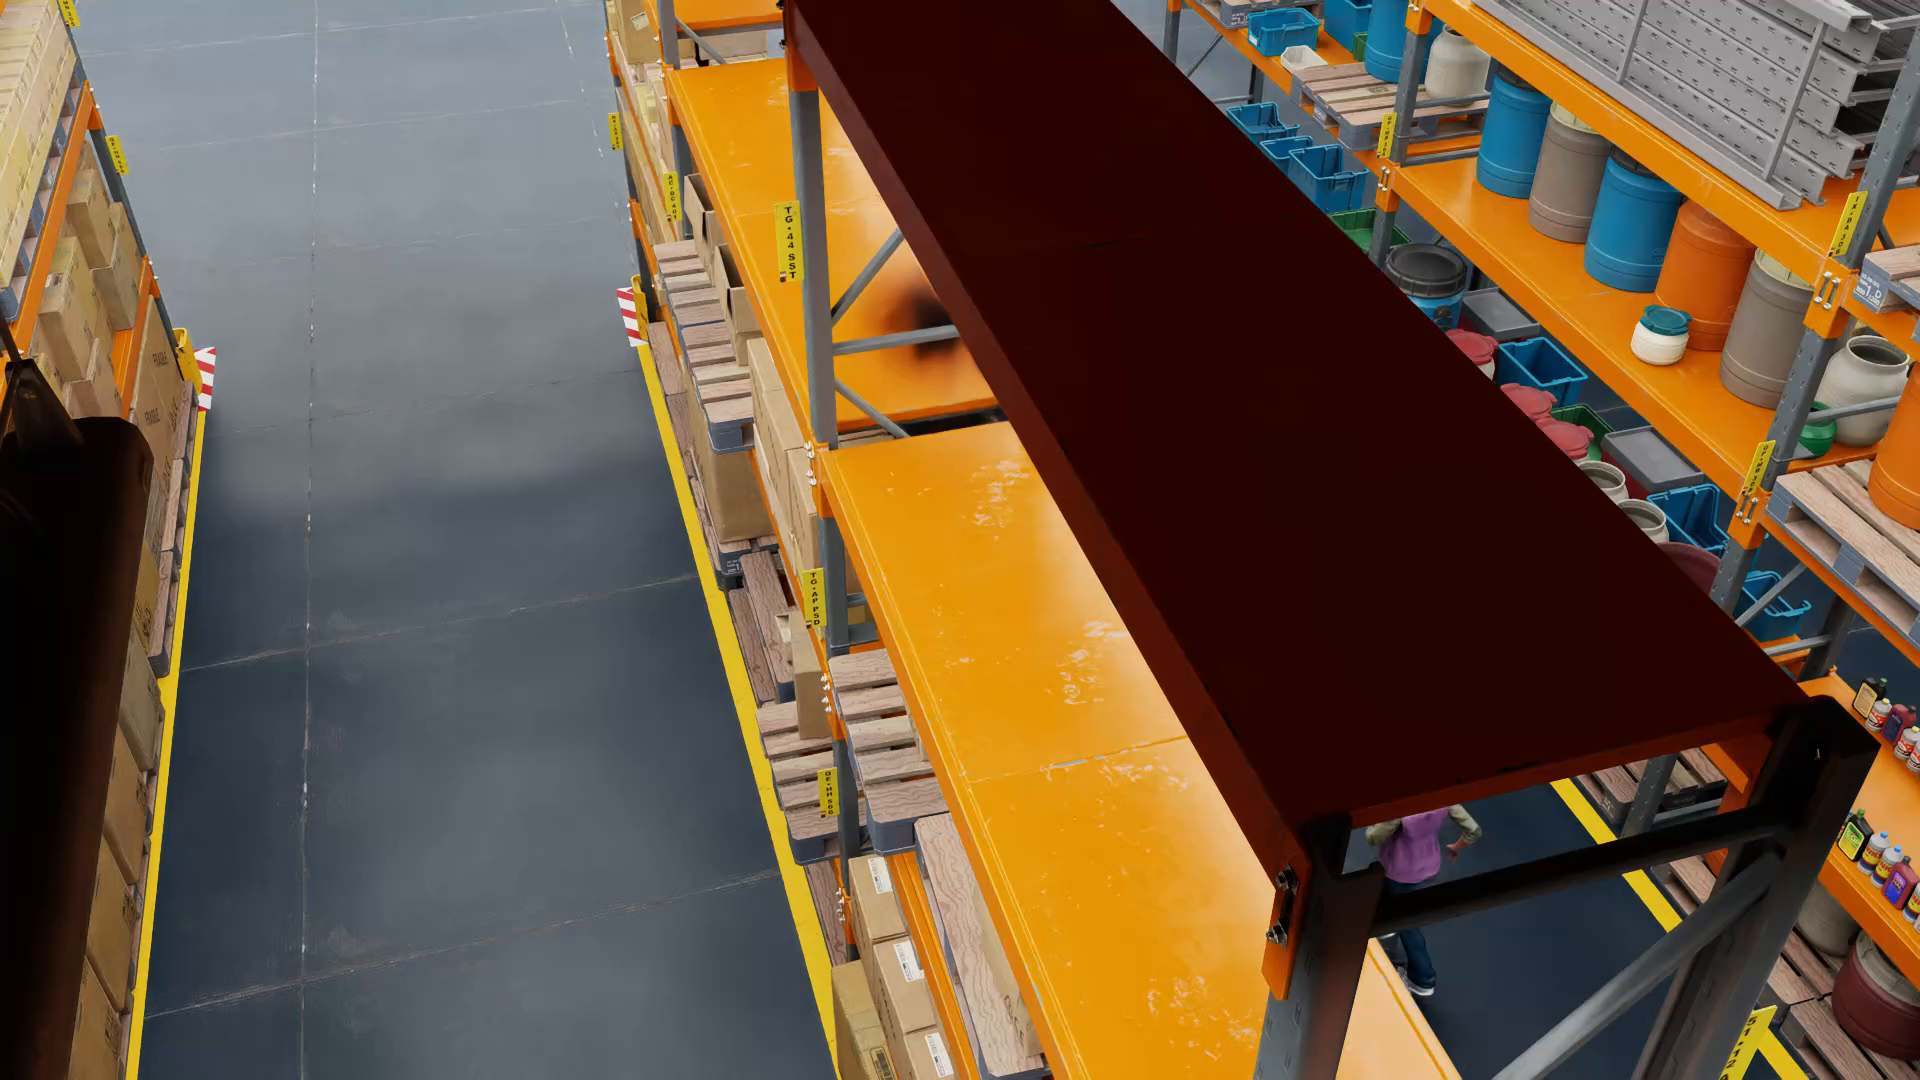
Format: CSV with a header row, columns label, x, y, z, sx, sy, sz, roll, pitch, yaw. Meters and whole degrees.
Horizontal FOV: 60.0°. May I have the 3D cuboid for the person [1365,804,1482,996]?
label,x,y,z,sx,sy,sz,roll,pitch,yaw
person,2.483,1.823,9.235,0.498,1.640,0.786,-21,43,-25
